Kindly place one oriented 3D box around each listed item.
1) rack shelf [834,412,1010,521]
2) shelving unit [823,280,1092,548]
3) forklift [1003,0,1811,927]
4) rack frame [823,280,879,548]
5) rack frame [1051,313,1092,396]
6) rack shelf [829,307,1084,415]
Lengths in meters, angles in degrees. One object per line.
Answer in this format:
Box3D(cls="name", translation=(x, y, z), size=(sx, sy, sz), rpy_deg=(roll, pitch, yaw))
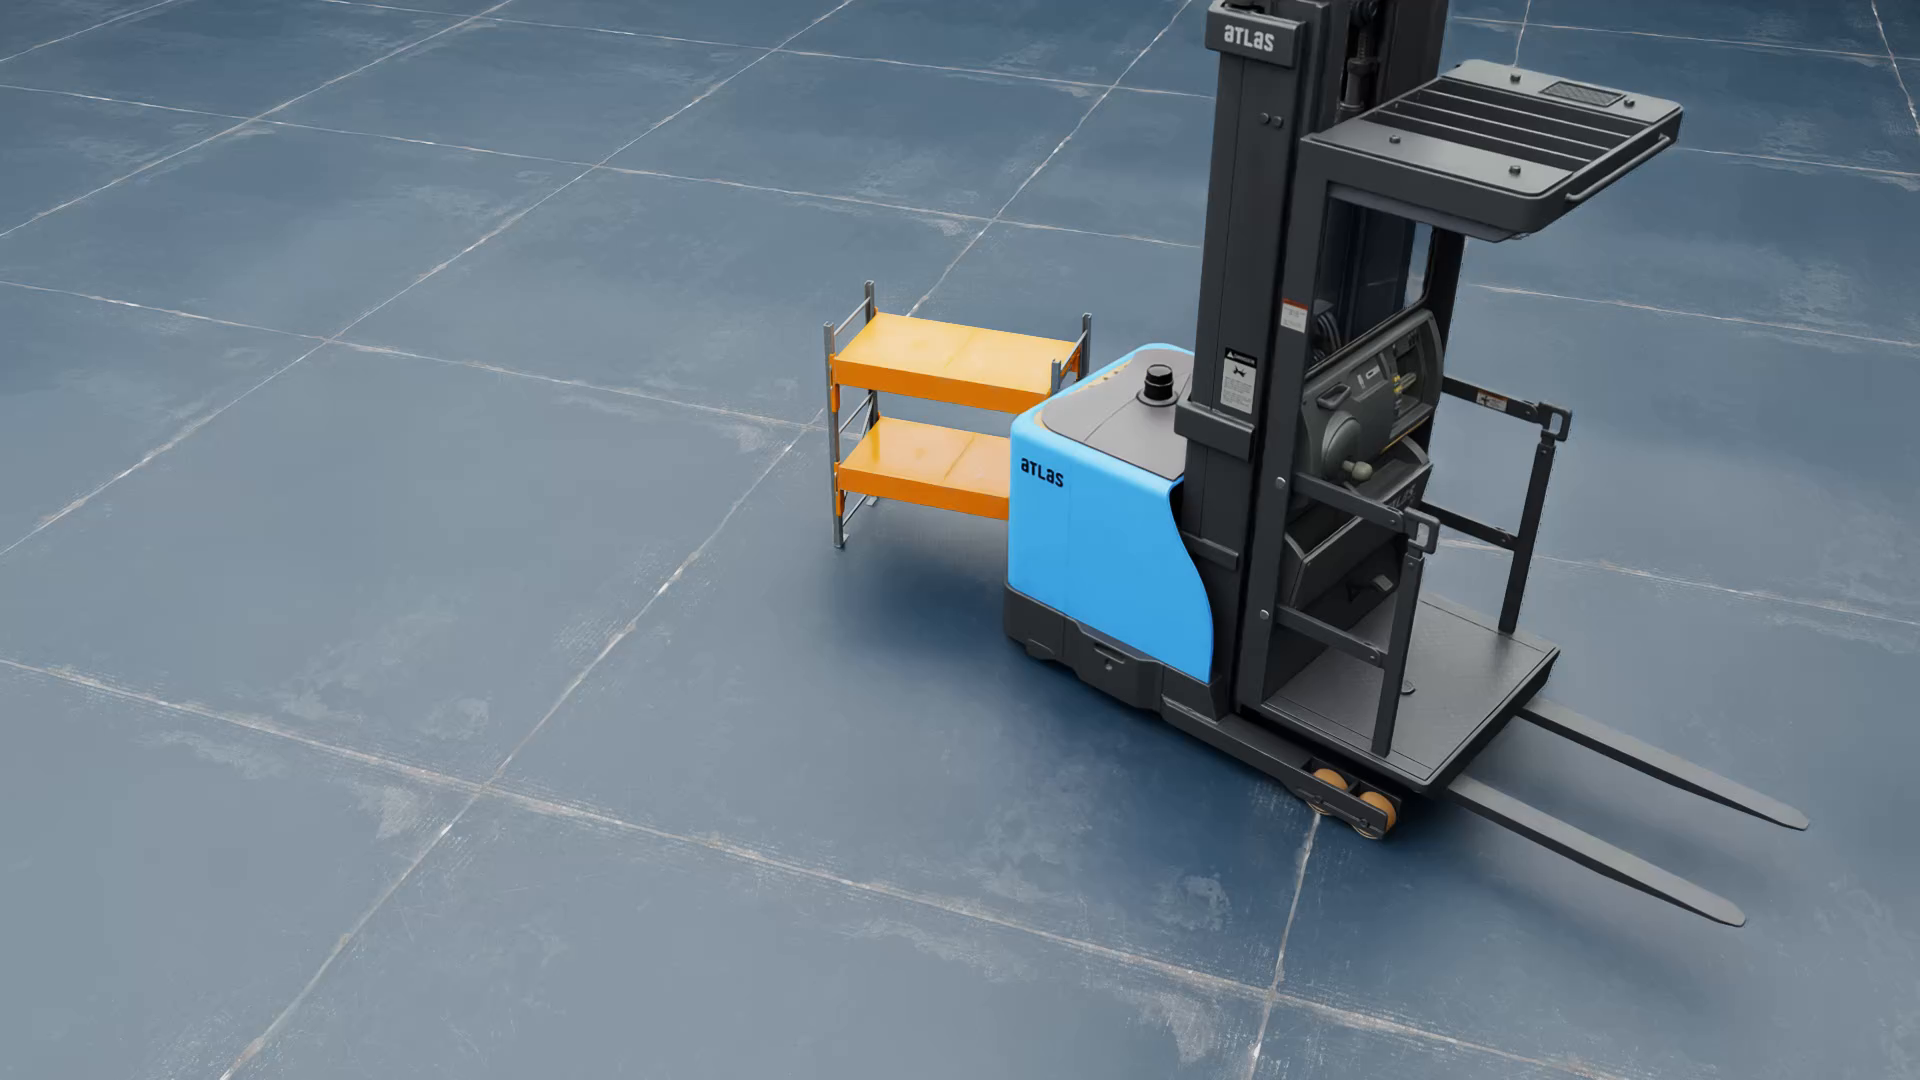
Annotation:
Box3D(cls="rack shelf", translation=(-0.006, -0.268, 7.579), size=(1.000, 0.278, 0.538), rpy_deg=(11, 34, 16))
Box3D(cls="shelving unit", translation=(-0.006, -0.474, 7.447), size=(1.048, 1.125, 0.538), rpy_deg=(11, 34, 16))
Box3D(cls="forklift", translation=(1.621, -0.468, 5.772), size=(3.031, 2.935, 1.130), rpy_deg=(26, 41, 34))
Box3D(cls="rack frame", translation=(-0.485, -0.567, 7.591), size=(0.032, 1.125, 0.500), rpy_deg=(11, 34, 16))
Box3D(cls="rack frame", translation=(0.472, -0.381, 7.303), size=(0.032, 1.125, 0.500), rpy_deg=(11, 34, 16))
Box3D(cls="rack shelf", translation=(-0.006, -0.720, 7.288), size=(1.000, 0.278, 0.538), rpy_deg=(11, 34, 16))
